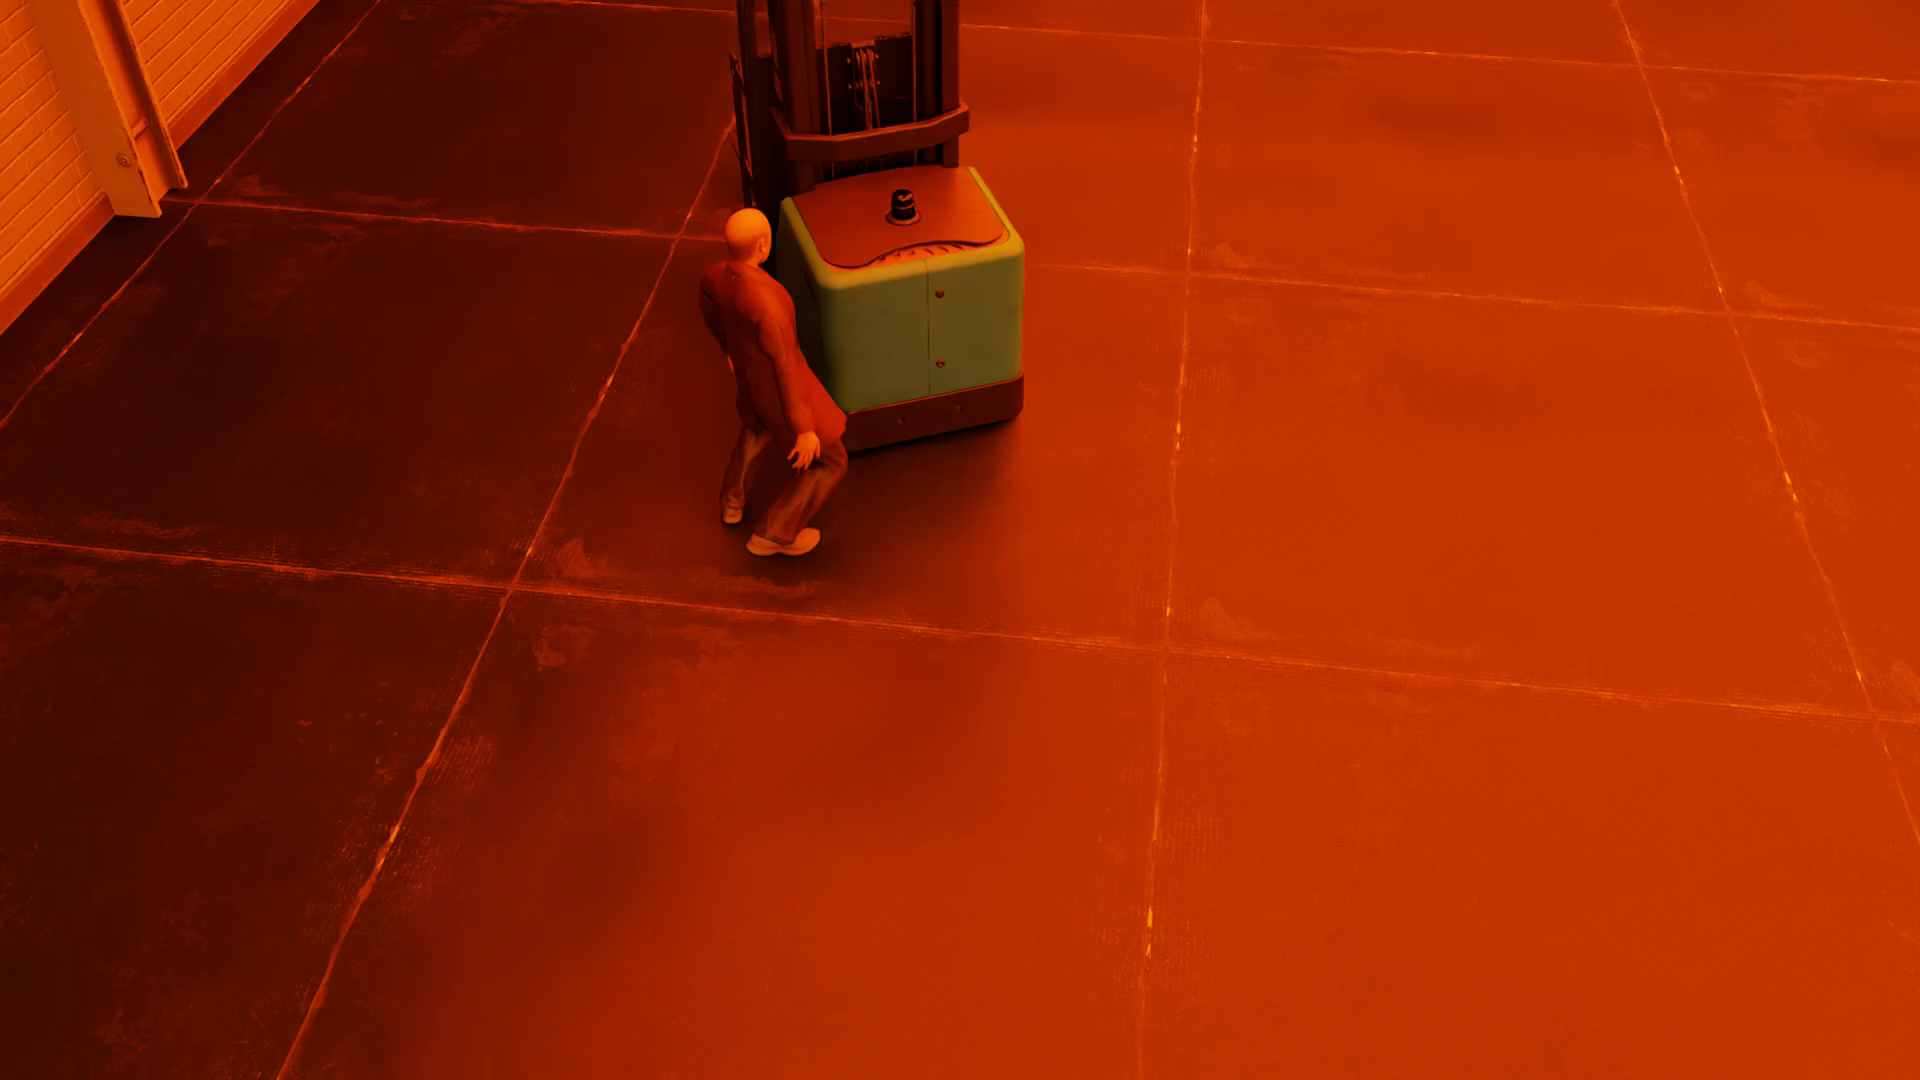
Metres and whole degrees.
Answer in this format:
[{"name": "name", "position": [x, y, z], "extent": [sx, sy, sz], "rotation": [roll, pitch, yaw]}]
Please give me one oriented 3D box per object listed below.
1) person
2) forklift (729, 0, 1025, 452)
[{"name": "person", "position": [-0.837, -0.672, 7.388], "extent": [0.577, 1.687, 0.939], "rotation": [-24, 48, -24]}, {"name": "forklift", "position": [-0.620, -2.526, 8.474], "extent": [1.130, 2.935, 3.031], "rotation": [-13, 44, -13]}]
